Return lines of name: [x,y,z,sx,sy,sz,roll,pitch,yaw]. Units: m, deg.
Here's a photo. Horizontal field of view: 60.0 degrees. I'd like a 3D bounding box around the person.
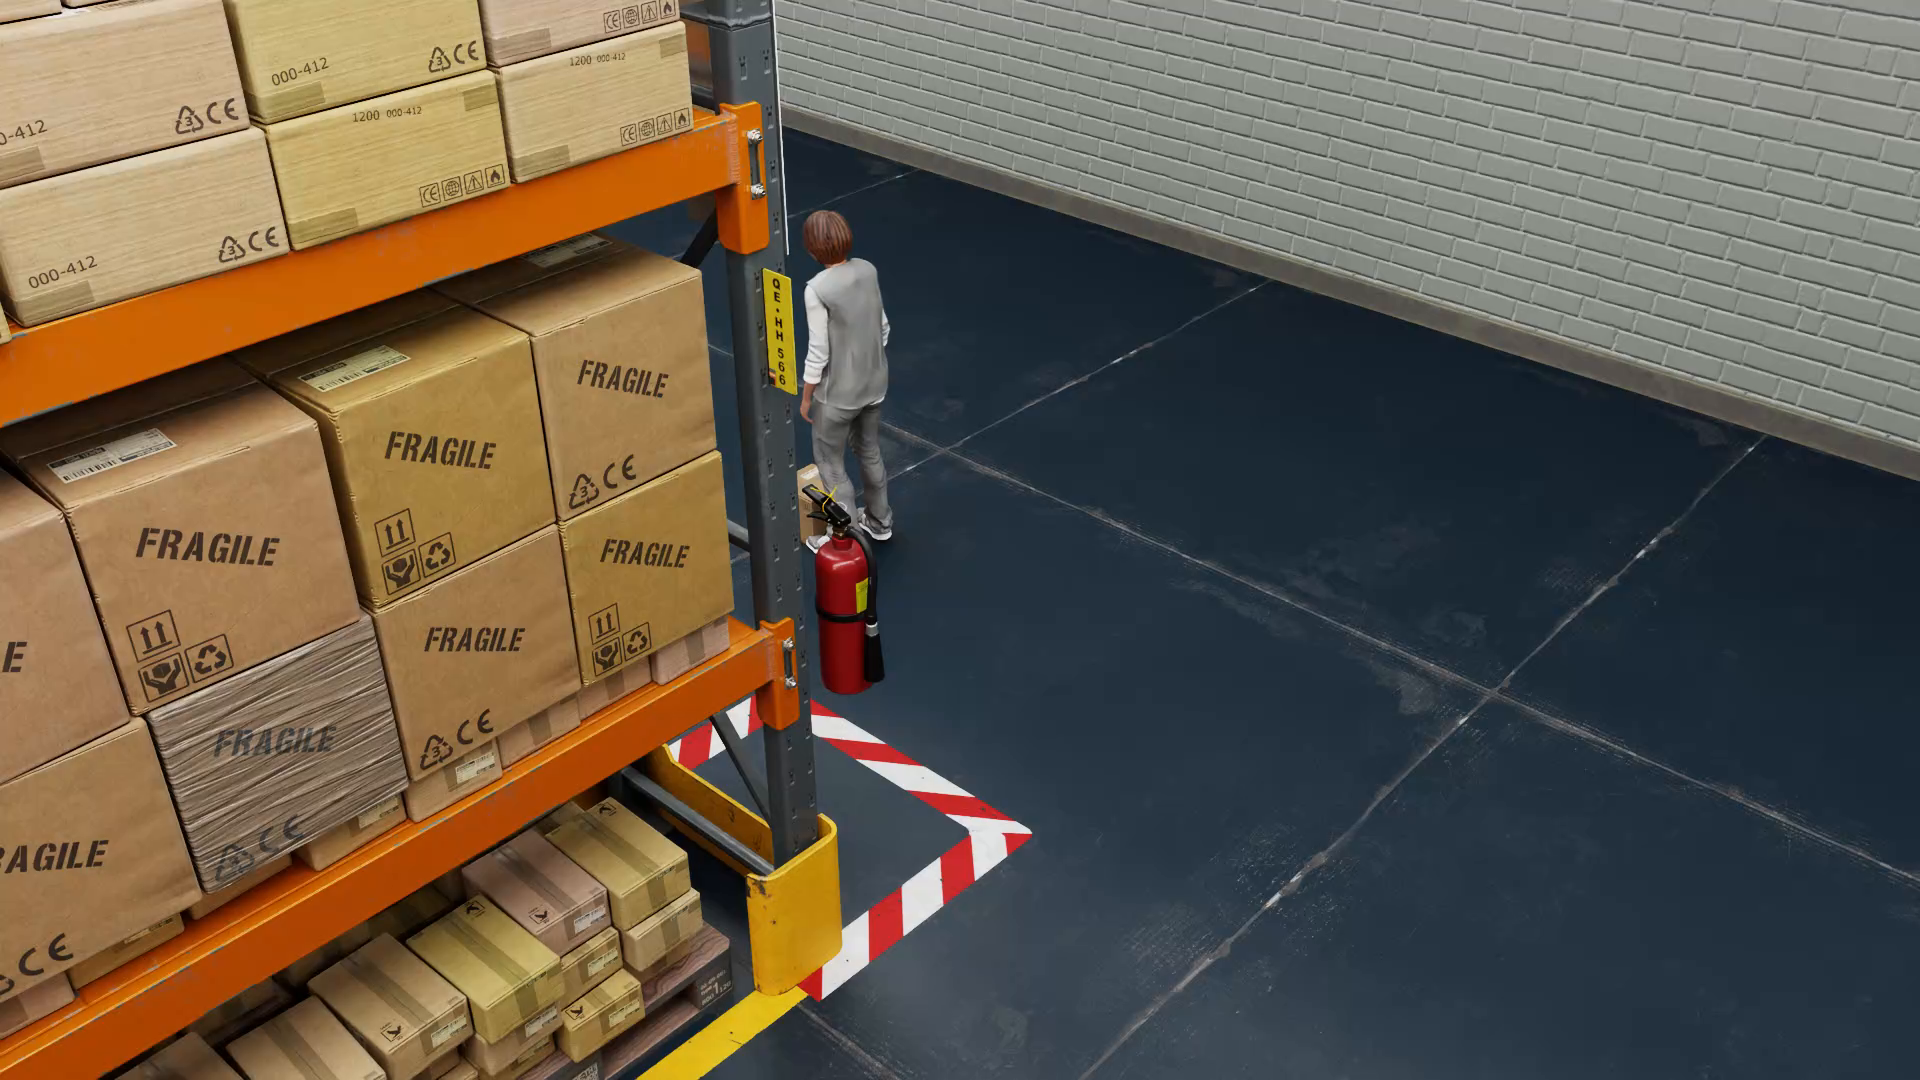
person: [-0.493,-0.645,7.198,0.343,1.582,0.462,26,40,35]
